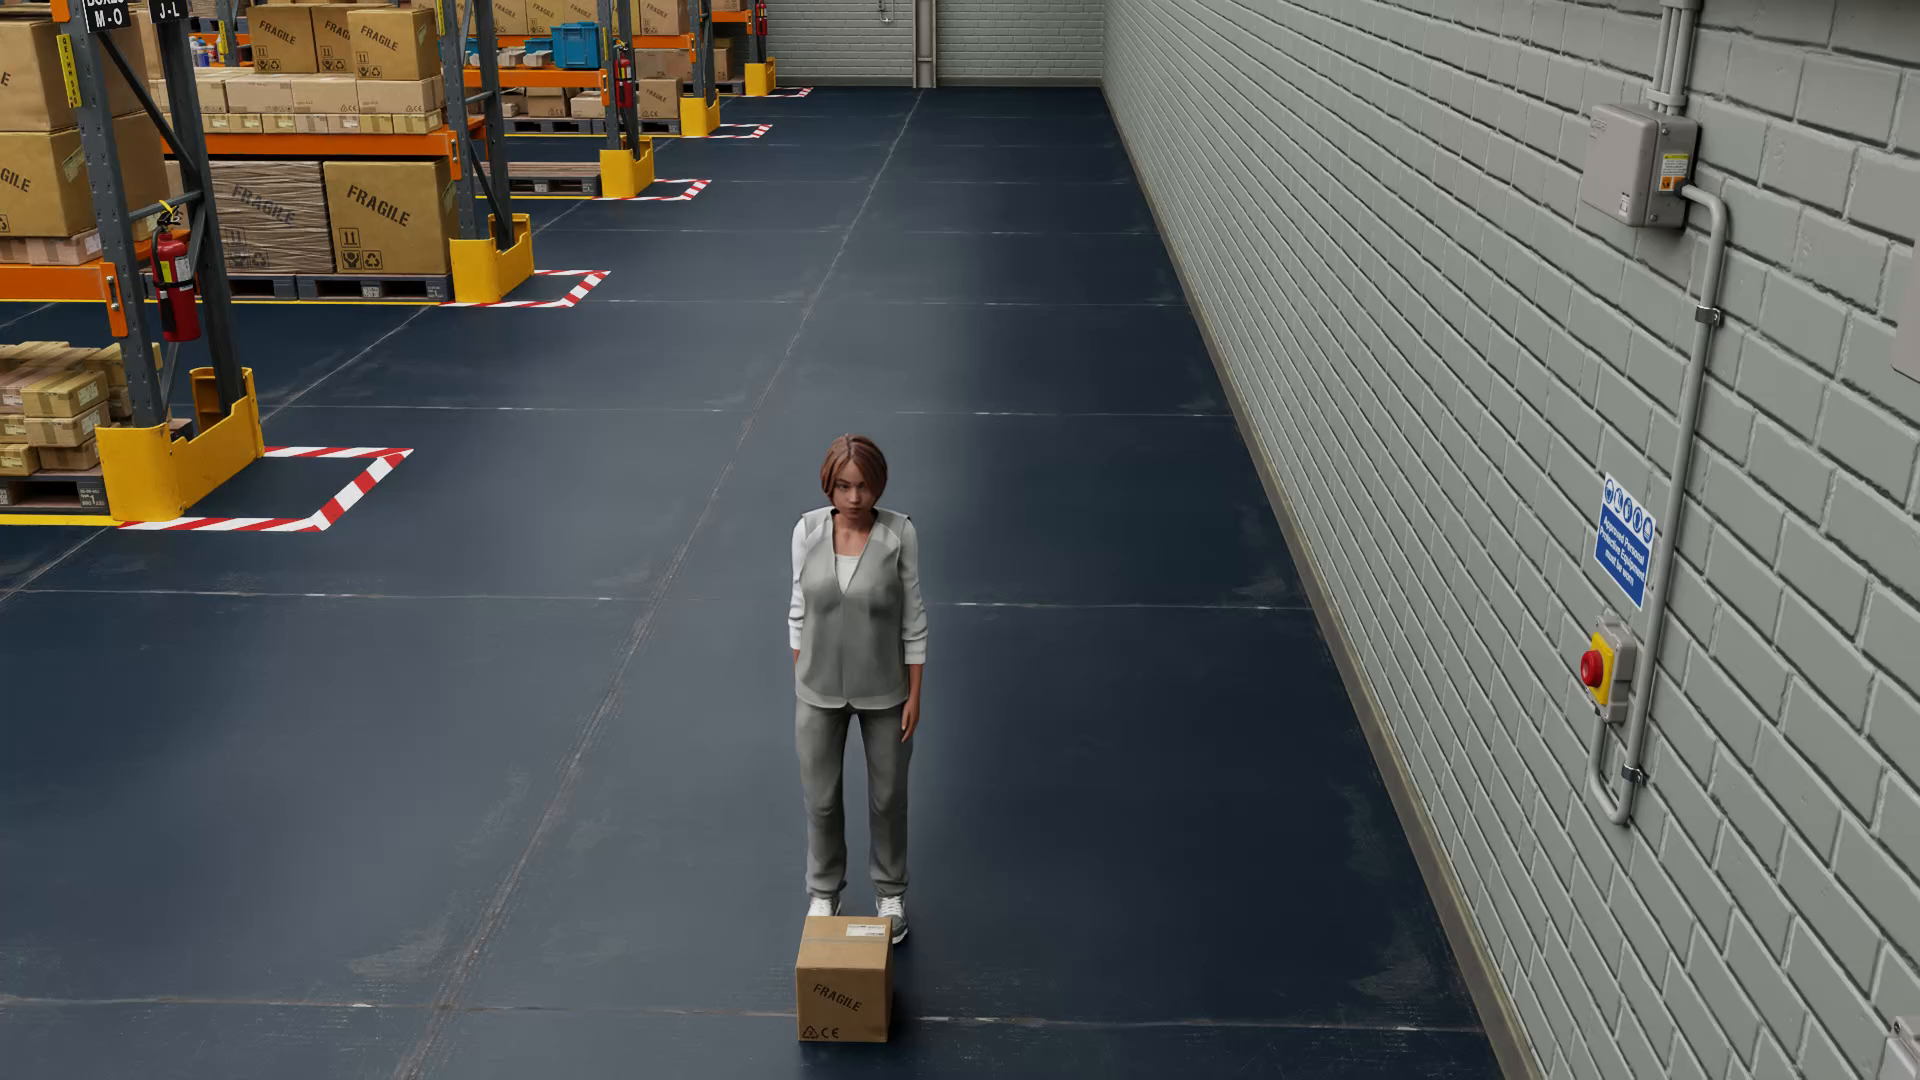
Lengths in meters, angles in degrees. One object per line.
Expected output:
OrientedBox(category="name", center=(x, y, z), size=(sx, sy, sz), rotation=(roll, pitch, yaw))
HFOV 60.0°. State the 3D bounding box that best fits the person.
OrientedBox(category="person", center=(-0.297, 0.462, 4.920), size=(0.408, 1.582, 0.307), rotation=(1, 21, 3))
